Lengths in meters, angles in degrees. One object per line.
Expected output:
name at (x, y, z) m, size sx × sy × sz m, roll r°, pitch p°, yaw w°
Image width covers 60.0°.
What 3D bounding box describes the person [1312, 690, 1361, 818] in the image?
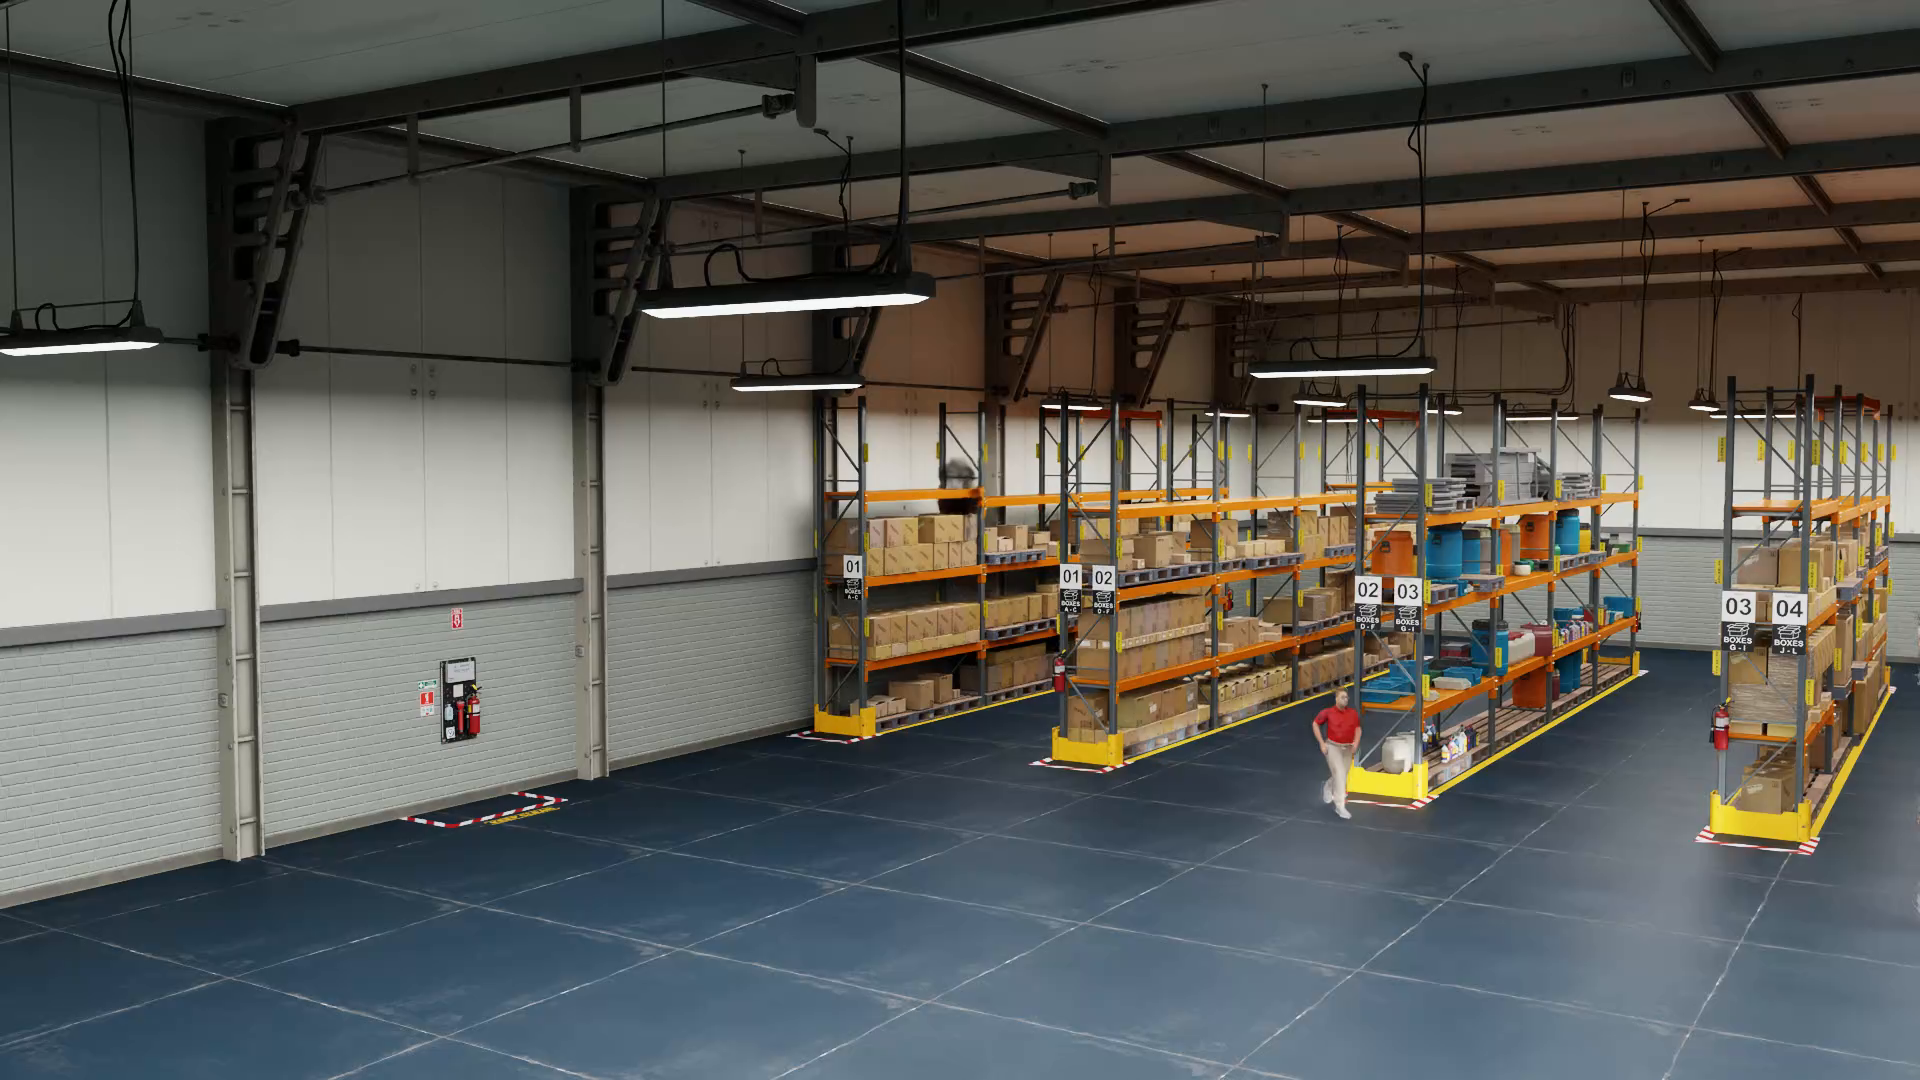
person at (5.288, 2.951, 23.173) m, size 0.677 × 1.721 × 0.849 m, roll -1°, pitch 3°, yaw -15°
